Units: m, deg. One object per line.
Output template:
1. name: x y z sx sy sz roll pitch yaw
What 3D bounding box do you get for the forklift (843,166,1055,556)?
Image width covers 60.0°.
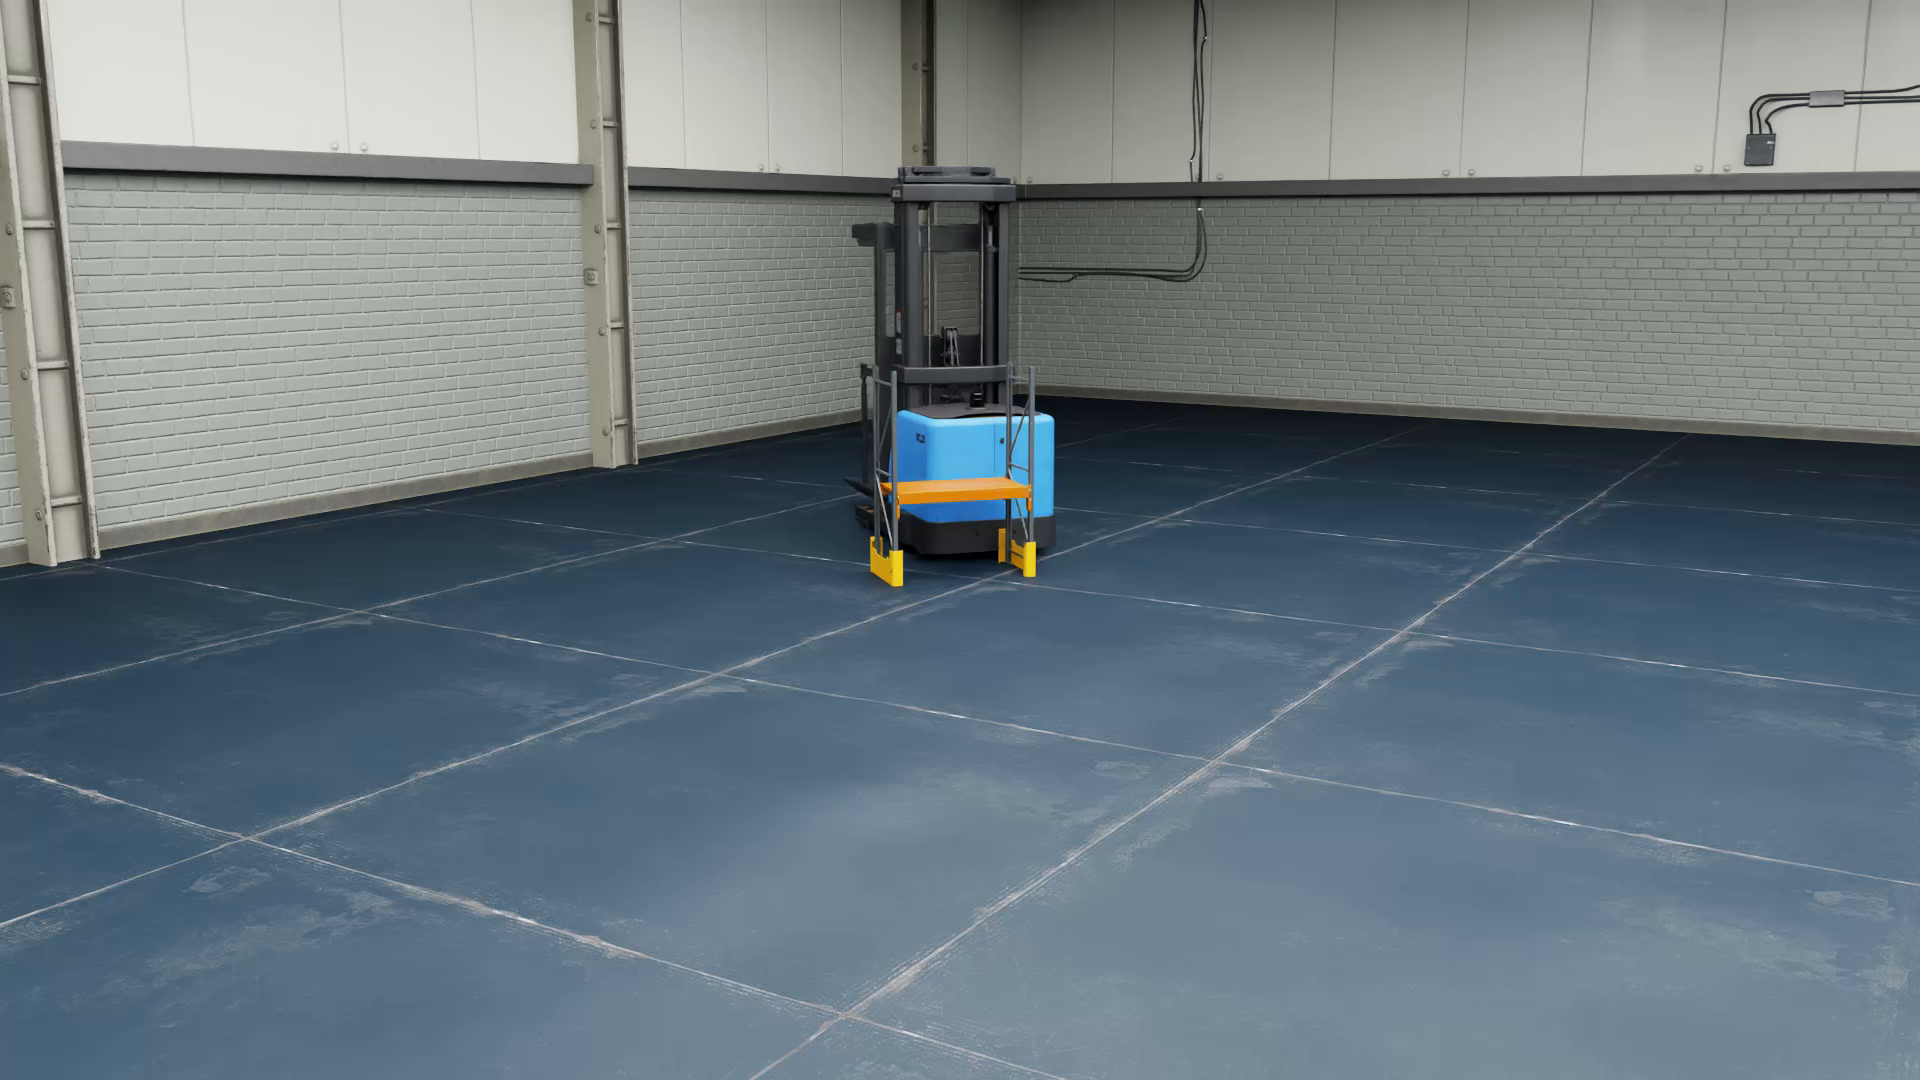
1. forklift: -0.242 -1.550 13.685 1.130 2.935 3.031 -4 11 -19

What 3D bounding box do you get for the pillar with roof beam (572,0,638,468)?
1. pillar with roof beam: 0.024 -4.806 14.583 9.100 9.000 0.400 6 12 31

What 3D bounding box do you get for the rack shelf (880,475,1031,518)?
1. rack shelf: -0.047 -0.318 11.967 1.000 0.185 0.538 -4 11 -18

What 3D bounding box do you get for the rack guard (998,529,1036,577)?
1. rack guard: 0.416 0.091 12.204 0.087 0.250 0.587 -4 11 -18

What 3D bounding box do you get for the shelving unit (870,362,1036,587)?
1. shelving unit: -0.056 -0.494 11.931 1.083 1.500 0.587 -4 11 -18

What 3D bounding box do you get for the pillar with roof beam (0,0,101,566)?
1. pillar with roof beam: -3.091 -3.862 9.543 9.100 9.000 0.400 6 12 31

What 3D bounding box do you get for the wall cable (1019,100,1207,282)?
1. wall cable: 2.120 -4.971 23.906 3.097 2.526 0.112 6 12 31

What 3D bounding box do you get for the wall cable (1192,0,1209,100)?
1. wall cable: 4.432 -7.195 22.061 3.097 2.526 0.112 6 12 31

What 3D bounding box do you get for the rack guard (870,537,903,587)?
1. rack guard: -0.527 0.150 11.889 0.087 0.250 0.587 -4 11 -18

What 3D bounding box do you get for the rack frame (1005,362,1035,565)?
1. rack frame: 0.434 -0.525 12.095 0.032 1.500 0.500 -4 11 -18

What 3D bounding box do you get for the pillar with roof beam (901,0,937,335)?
1. pillar with roof beam: 3.139 -5.749 19.623 9.100 9.000 0.400 6 12 31

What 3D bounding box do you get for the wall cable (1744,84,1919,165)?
1. wall cable: 10.225 -7.260 18.449 2.305 6.003 0.169 6 12 31

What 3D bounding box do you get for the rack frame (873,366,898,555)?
1. rack frame: -0.528 -0.464 11.773 0.032 1.500 0.500 -4 11 -18
